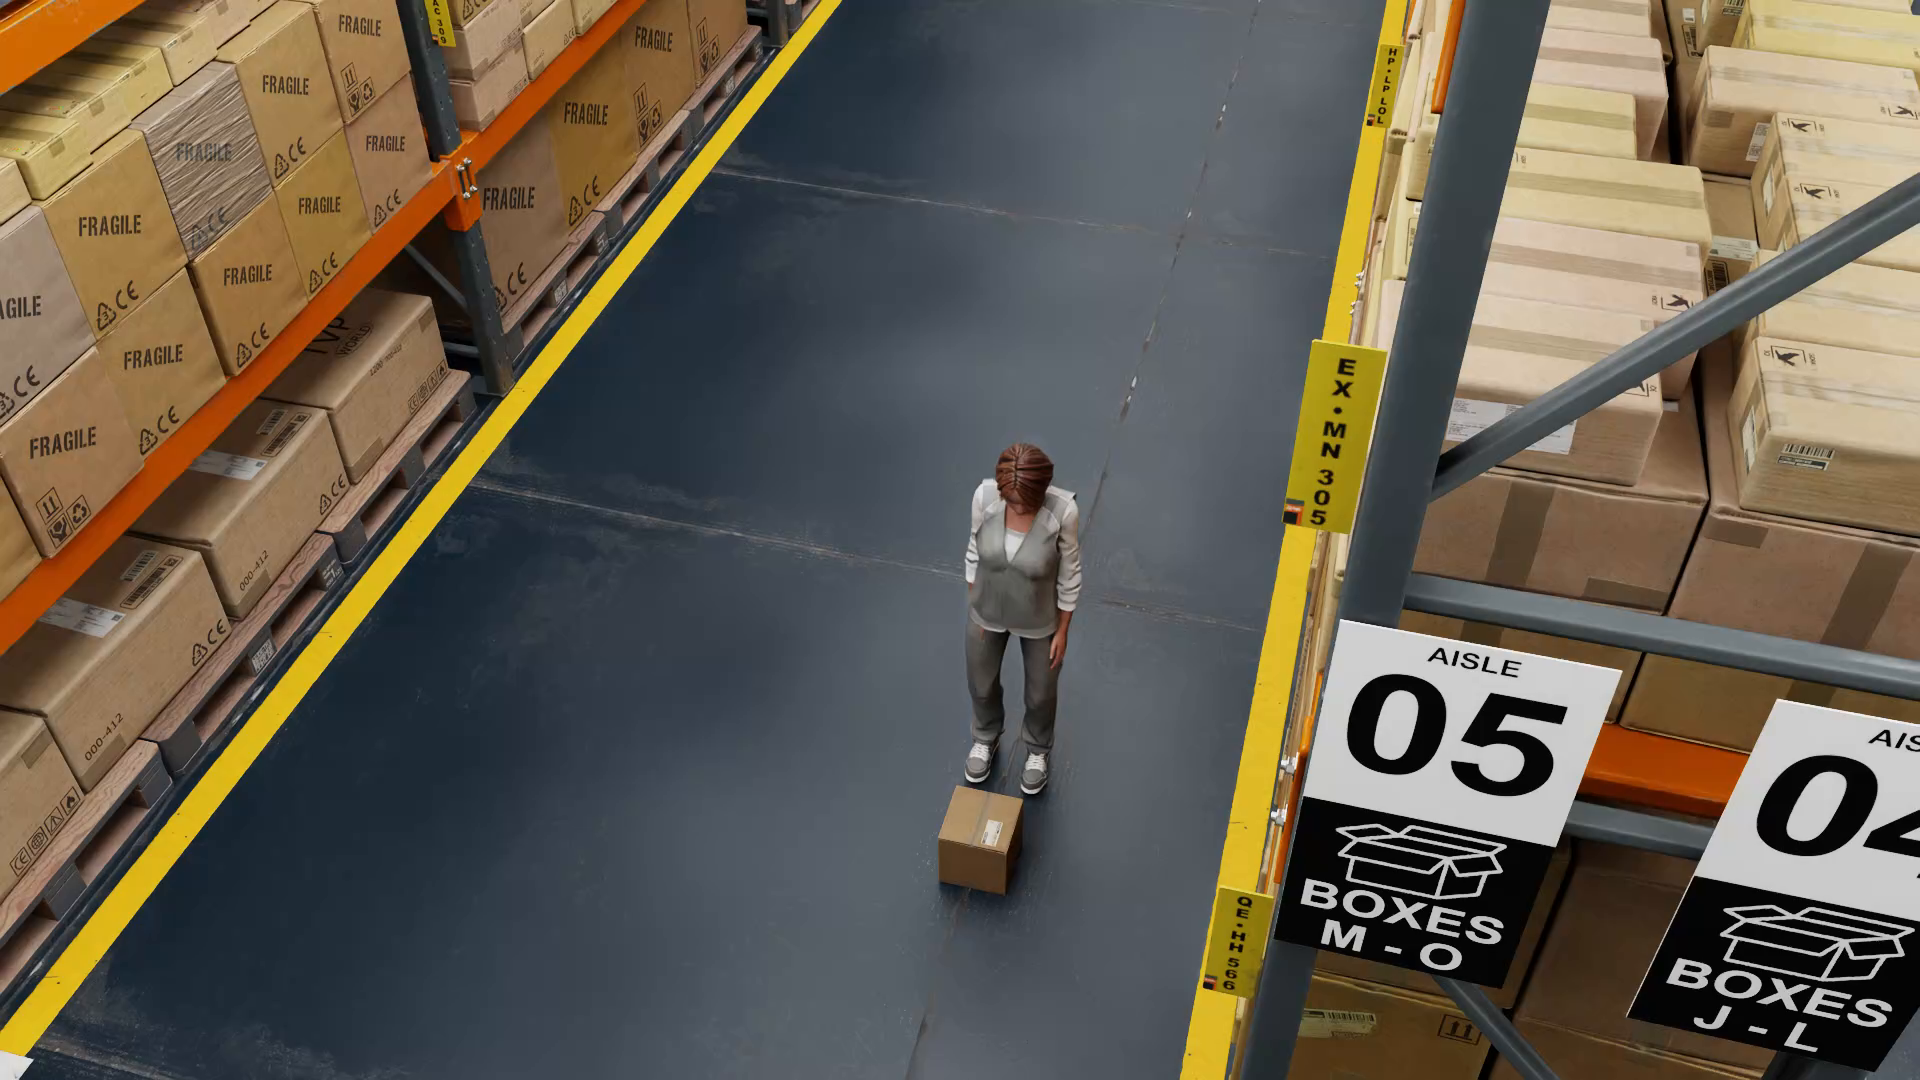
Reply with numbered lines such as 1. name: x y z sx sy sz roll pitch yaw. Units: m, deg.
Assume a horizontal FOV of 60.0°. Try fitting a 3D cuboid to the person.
1. person: 0.220 0.279 5.878 0.412 1.571 0.316 10 43 11
